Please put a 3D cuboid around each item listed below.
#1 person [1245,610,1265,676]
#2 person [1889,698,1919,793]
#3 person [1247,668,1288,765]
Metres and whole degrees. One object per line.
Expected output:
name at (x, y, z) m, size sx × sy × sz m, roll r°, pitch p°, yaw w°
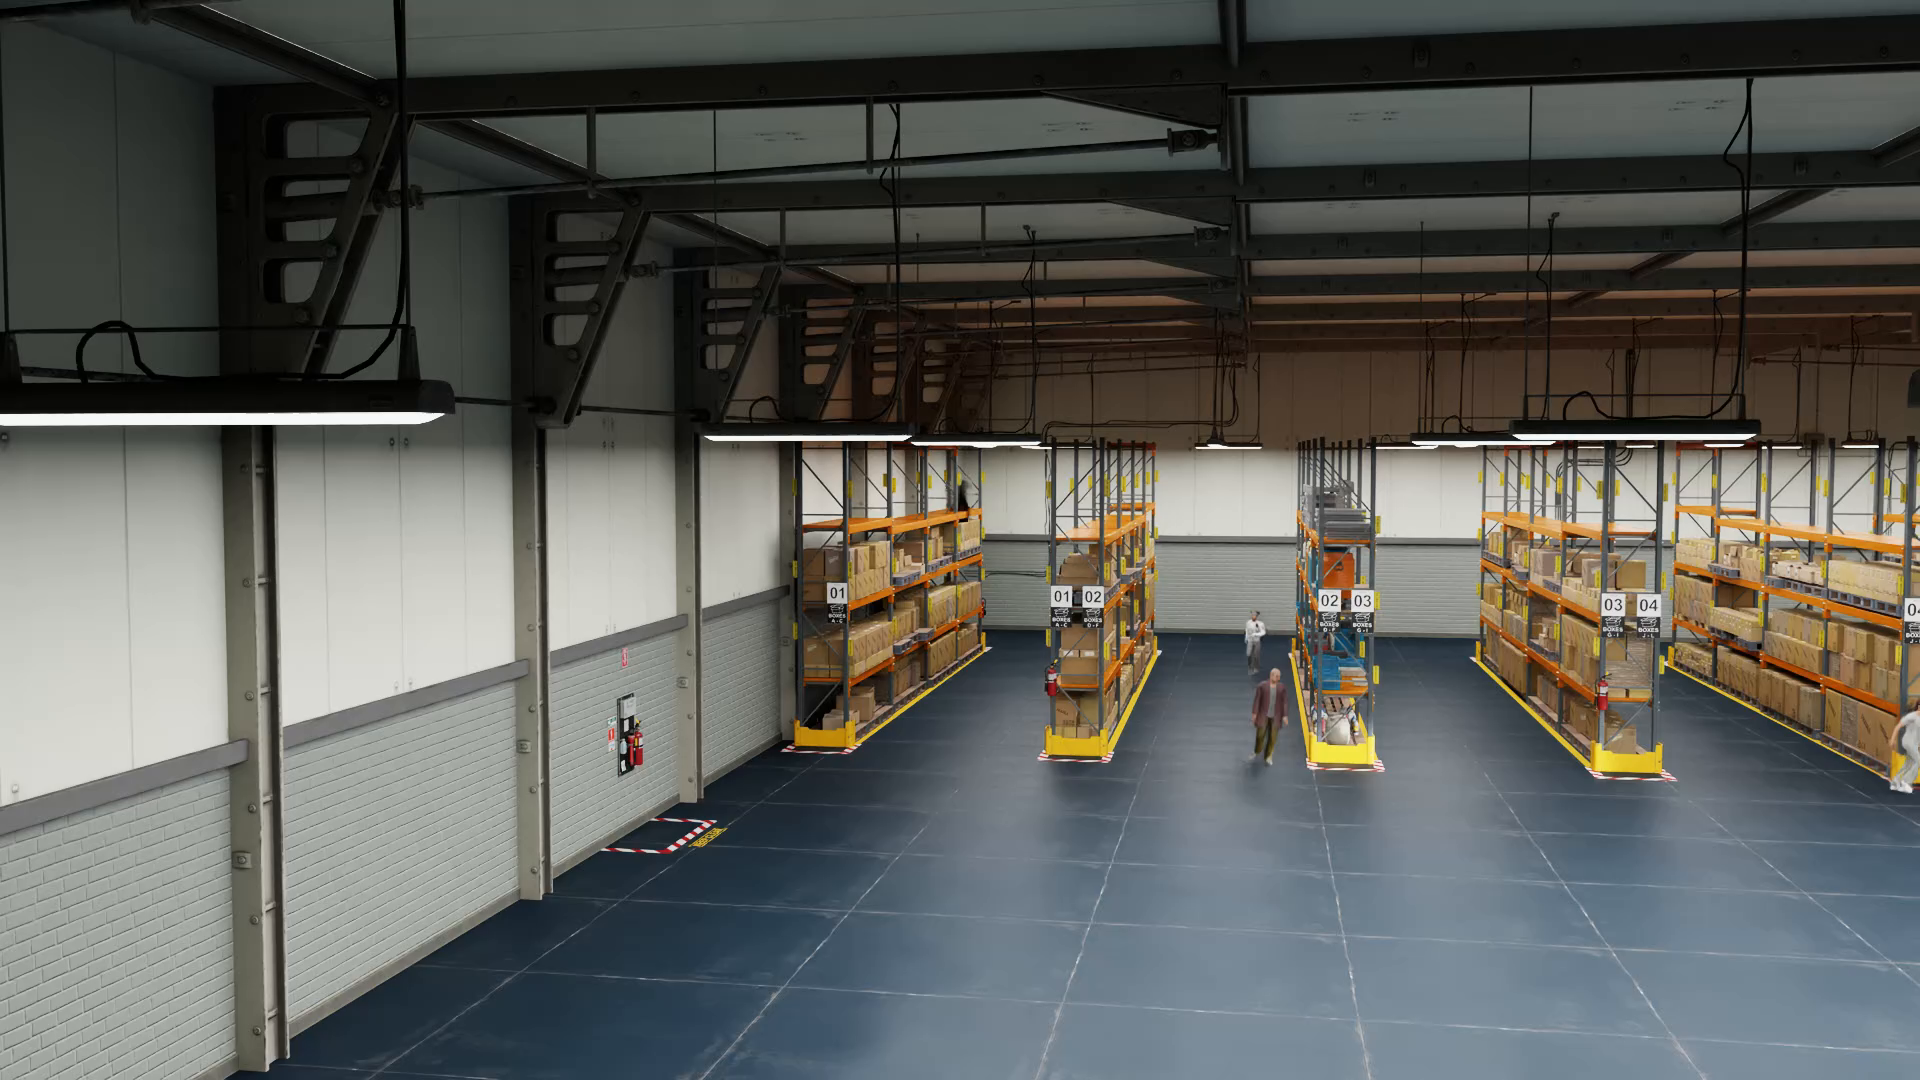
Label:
person at (7.536, 2.631, 42.513) m, size 0.564 × 1.714 × 0.685 m, roll 1°, pitch 3°, yaw 22°
person at (15.976, 3.438, 27.762) m, size 0.550 × 1.596 × 0.786 m, roll -2°, pitch 4°, yaw -32°
person at (5.624, 3.209, 30.345) m, size 0.710 × 1.758 × 0.543 m, roll 0°, pitch 3°, yaw -2°
